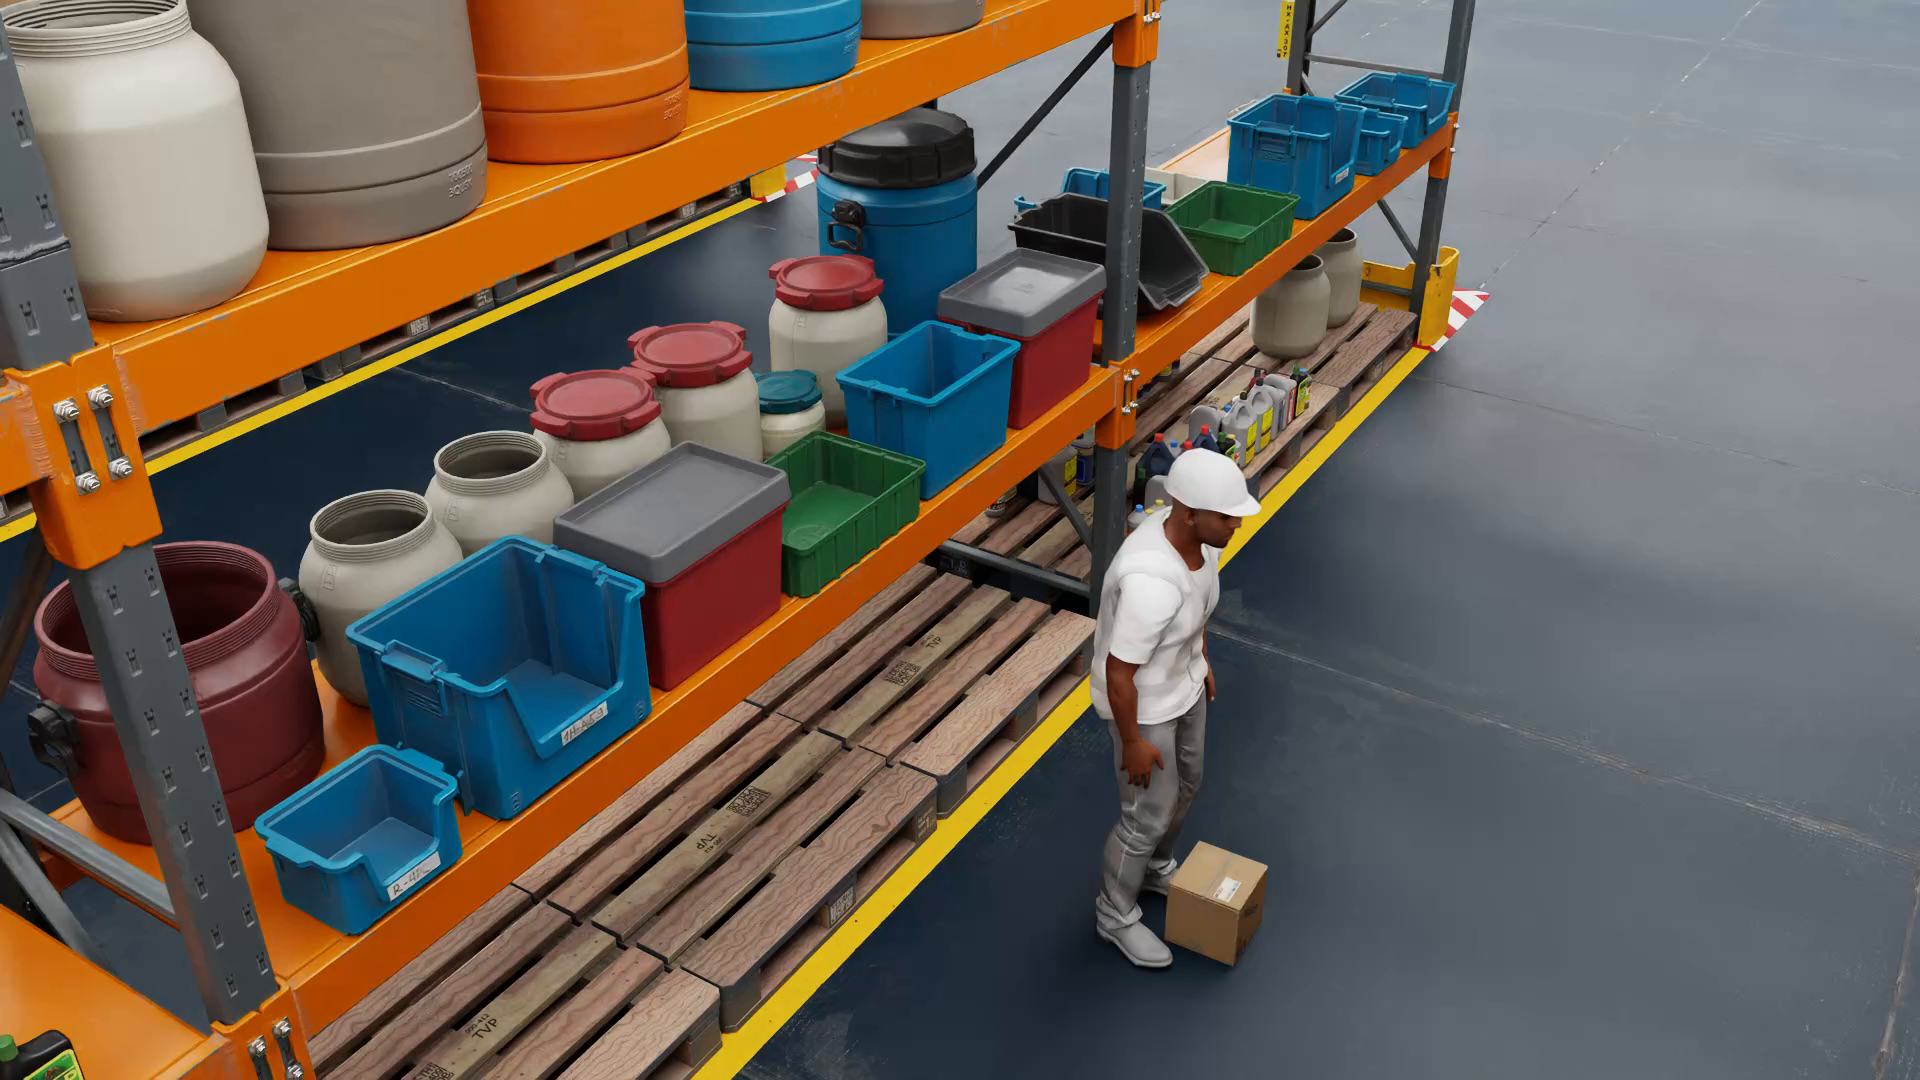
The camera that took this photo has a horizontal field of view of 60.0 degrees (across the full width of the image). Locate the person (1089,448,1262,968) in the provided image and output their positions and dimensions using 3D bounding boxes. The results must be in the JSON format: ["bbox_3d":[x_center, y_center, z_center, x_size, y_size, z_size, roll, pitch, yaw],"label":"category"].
[{"bbox_3d":[0.654,0.501,5.256,0.460,1.760,0.618,16,34,26],"label":"person"}]
